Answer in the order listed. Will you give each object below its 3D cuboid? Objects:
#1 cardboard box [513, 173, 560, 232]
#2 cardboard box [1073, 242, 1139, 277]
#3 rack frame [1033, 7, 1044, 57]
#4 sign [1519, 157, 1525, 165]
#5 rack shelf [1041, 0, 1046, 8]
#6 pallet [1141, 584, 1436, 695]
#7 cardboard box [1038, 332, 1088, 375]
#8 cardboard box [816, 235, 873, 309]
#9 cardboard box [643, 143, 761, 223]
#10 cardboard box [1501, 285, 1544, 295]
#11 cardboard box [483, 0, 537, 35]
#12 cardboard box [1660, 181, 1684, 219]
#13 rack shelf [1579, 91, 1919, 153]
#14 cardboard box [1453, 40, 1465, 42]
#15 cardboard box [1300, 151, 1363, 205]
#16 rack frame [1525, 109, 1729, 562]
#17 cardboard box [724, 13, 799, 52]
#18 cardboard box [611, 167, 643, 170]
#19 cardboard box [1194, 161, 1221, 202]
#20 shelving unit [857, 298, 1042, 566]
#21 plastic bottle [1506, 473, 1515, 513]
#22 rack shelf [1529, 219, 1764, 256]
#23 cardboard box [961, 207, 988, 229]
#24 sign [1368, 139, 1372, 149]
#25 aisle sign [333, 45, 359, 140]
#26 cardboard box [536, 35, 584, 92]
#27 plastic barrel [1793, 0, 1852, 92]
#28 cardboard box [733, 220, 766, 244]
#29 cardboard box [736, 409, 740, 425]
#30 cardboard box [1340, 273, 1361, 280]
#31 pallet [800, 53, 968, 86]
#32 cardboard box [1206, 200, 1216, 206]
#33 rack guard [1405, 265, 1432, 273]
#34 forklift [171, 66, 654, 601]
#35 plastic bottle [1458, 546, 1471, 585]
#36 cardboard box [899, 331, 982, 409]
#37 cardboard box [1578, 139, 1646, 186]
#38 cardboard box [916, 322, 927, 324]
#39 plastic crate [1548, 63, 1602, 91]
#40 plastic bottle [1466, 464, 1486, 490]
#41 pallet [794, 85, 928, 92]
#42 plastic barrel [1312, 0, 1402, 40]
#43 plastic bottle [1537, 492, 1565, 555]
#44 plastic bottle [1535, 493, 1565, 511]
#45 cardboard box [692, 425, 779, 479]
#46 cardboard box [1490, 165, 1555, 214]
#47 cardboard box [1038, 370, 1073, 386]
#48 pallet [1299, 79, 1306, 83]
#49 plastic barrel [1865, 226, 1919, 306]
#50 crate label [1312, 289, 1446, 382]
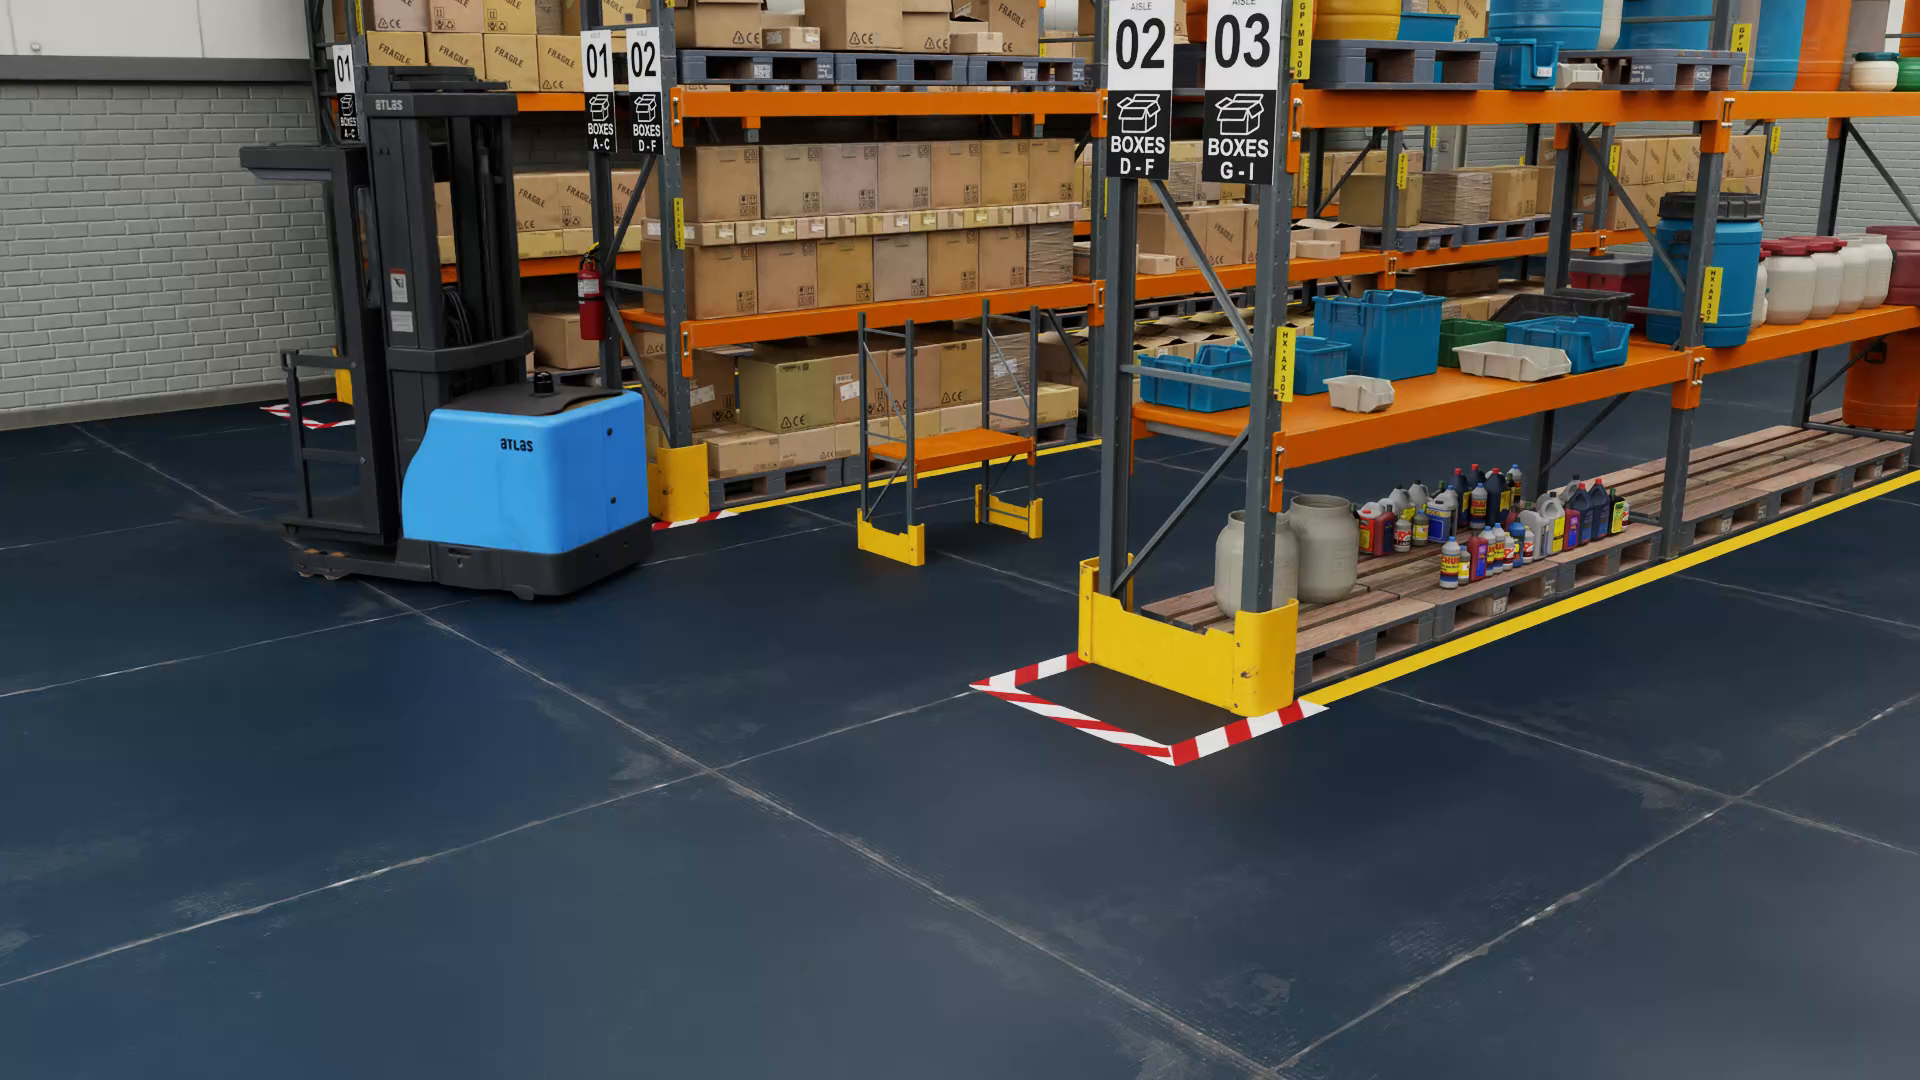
[{"bbox_3d":[-4.108,-3.162,15.576,0.500,0.500,0.500,-13,20,-41],"label":"cardboard box"},{"bbox_3d":[1.176,-2.406,14.235,0.500,0.250,0.500,-11,19,-36],"label":"cardboard box"},{"bbox_3d":[0.596,-6.926,19.242,0.127,3.000,1.000,-13,19,-39],"label":"rack frame"},{"bbox_3d":[6.506,-4.264,19.224,0.005,0.325,0.100,-13,19,-39],"label":"sign"},{"bbox_3d":[2.105,-6.724,20.655,4.000,0.370,1.077,-13,19,-39],"label":"rack shelf"},{"bbox_3d":[1.707,0.445,8.676,1.213,0.211,1.003,-13,19,-39],"label":"pallet"},{"bbox_3d":[0.950,-1.656,14.566,0.500,0.311,0.500,-13,19,-39],"label":"cardboard box"},{"bbox_3d":[-1.053,-2.007,12.256,0.500,0.500,0.700,-12,19,-39],"label":"cardboard box"},{"bbox_3d":[-1.784,-2.469,11.475,0.500,0.500,0.700,-13,19,-39],"label":"cardboard box"},{"bbox_3d":[6.305,-2.525,18.382,0.500,0.500,0.500,-13,19,-39],"label":"cardboard box"},{"bbox_3d":[-4.198,-4.845,15.093,0.500,0.500,0.500,-12,19,-38],"label":"cardboard box"},{"bbox_3d":[8.194,-3.995,19.700,0.500,0.500,0.500,-13,20,-40],"label":"cardboard box"},{"bbox_3d":[5.591,-2.862,11.233,4.000,0.370,1.077,-13,19,-39],"label":"rack shelf"},{"bbox_3d":[4.542,-4.728,16.633,0.500,0.500,0.910,-13,19,-39],"label":"cardboard box"},{"bbox_3d":[5.130,-5.187,23.774,0.700,0.700,0.980,-14,20,-42],"label":"cardboard box"},{"bbox_3d":[4.082,-1.421,10.259,0.127,3.000,1.000,-13,19,-39],"label":"rack frame"},{"bbox_3d":[-1.489,-3.602,11.817,0.500,0.250,0.500,-13,19,-39],"label":"cardboard box"},{"bbox_3d":[-3.306,-3.524,16.928,0.500,0.500,0.500,-13,20,-40],"label":"cardboard box"},{"bbox_3d":[3.052,-4.691,21.692,0.500,0.500,0.500,-12,19,-39],"label":"cardboard box"},{"bbox_3d":[-0.058,-0.712,10.508,1.083,1.500,0.587,-13,19,-39],"label":"shelving unit"},{"bbox_3d":[3.398,-0.272,10.368,0.133,0.283,0.061,-13,19,-39],"label":"plastic bottle"},{"bbox_3d":[8.377,-3.733,20.306,4.000,0.370,1.077,-13,19,-39],"label":"rack shelf"},{"bbox_3d":[0.000,-2.488,12.802,0.250,0.149,0.380,-13,20,-40],"label":"cardboard box"},{"bbox_3d":[6.271,-5.949,25.376,0.005,0.325,0.100,-13,19,-39],"label":"sign"},{"bbox_3d":[-5.296,-3.858,14.343,0.004,0.787,0.394,-13,19,-39],"label":"aisle sign"},{"bbox_3d":[-3.815,-4.455,15.572,0.500,0.500,0.500,-11,19,-36],"label":"cardboard box"},{"bbox_3d":[5.844,-3.548,11.576,0.708,0.830,0.600,-13,19,-39],"label":"plastic barrel"},{"bbox_3d":[-1.550,-2.140,11.499,0.250,0.149,0.380,-13,20,-41],"label":"cardboard box"},{"bbox_3d":[-1.605,-0.819,12.517,0.500,0.250,0.500,-13,19,-39],"label":"cardboard box"},{"bbox_3d":[5.412,-4.070,24.205,0.500,0.500,0.700,-13,20,-41],"label":"cardboard box"},{"bbox_3d":[-0.713,-3.438,12.166,1.213,0.211,1.003,-13,19,-39],"label":"pallet"},{"bbox_3d":[3.144,-4.399,21.854,0.250,0.149,0.380,-12,19,-38],"label":"cardboard box"},{"bbox_3d":[6.649,-4.179,25.428,0.348,0.500,1.175,-13,19,-39],"label":"rack guard"},{"bbox_3d":[-3.441,-1.295,9.917,3.031,2.935,1.130,6,16,21],"label":"forklift"},{"bbox_3d":[2.715,0.132,9.015,0.097,0.201,0.097,0,15,0],"label":"plastic bottle"},{"bbox_3d":[-0.133,-1.334,12.994,0.500,0.500,0.500,-13,19,-39],"label":"cardboard box"},{"bbox_3d":[7.408,-4.298,18.897,0.500,0.500,0.500,-12,19,-38],"label":"cardboard box"},{"bbox_3d":[-0.734,-2.746,19.210,0.500,0.500,0.700,-13,20,-40],"label":"cardboard box"},{"bbox_3d":[3.136,-2.393,8.593,0.396,0.136,0.243,-13,19,-39],"label":"plastic crate"},{"bbox_3d":[3.200,-0.298,10.335,0.185,0.351,0.144,-12,19,-38],"label":"plastic bottle"},{"bbox_3d":[-1.106,-4.969,18.091,1.003,0.211,1.213,-13,19,-39],"label":"pallet"},{"bbox_3d":[1.841,-2.705,8.072,0.600,0.588,0.600,0,15,0],"label":"plastic barrel"},{"bbox_3d":[3.397,-0.102,9.599,0.185,0.351,0.144,-13,20,-40],"label":"plastic bottle"},{"bbox_3d":[3.524,-0.145,9.906,0.135,0.276,0.152,-13,19,-39],"label":"plastic bottle"},{"bbox_3d":[-1.634,-0.631,11.813,0.500,0.250,0.500,-13,19,-39],"label":"cardboard box"},{"bbox_3d":[6.364,-3.956,18.741,0.700,0.500,0.500,8,17,28],"label":"cardboard box"},{"bbox_3d":[0.956,-1.388,14.646,0.500,0.250,0.500,-13,20,-40],"label":"cardboard box"},{"bbox_3d":[3.397,-4.290,15.550,1.003,0.211,1.213,-12,19,-37],"label":"pallet"},{"bbox_3d":[6.948,-2.027,12.263,0.708,0.536,0.600,-13,19,-39],"label":"plastic barrel"},{"bbox_3d":[2.275,-1.125,9.082,0.616,0.435,0.502,-13,19,-39],"label":"crate label"}]
